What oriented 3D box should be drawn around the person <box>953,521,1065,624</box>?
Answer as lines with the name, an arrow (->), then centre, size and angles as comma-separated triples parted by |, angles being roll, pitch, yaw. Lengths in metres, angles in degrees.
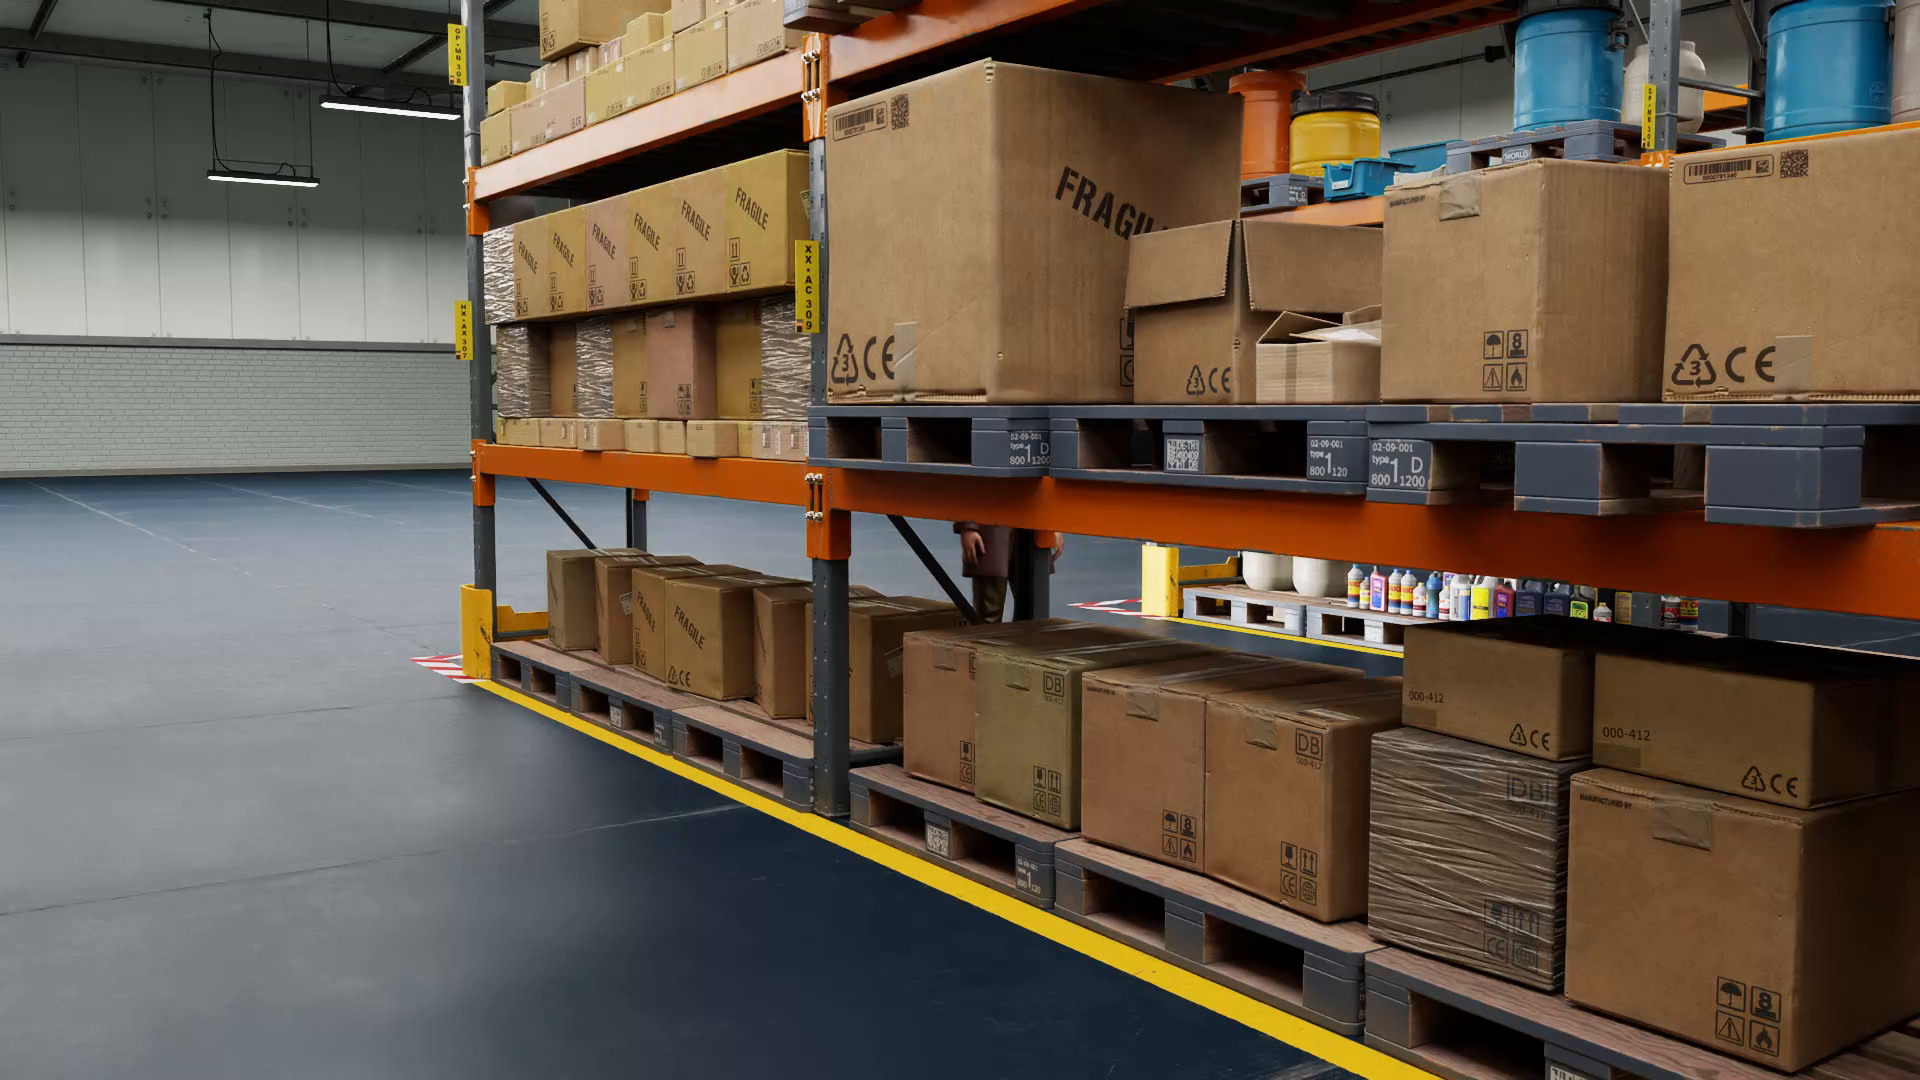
person -> 0.245, -0.036, 8.206 | 0.644, 1.774, 0.425 | -3, 5, -32
